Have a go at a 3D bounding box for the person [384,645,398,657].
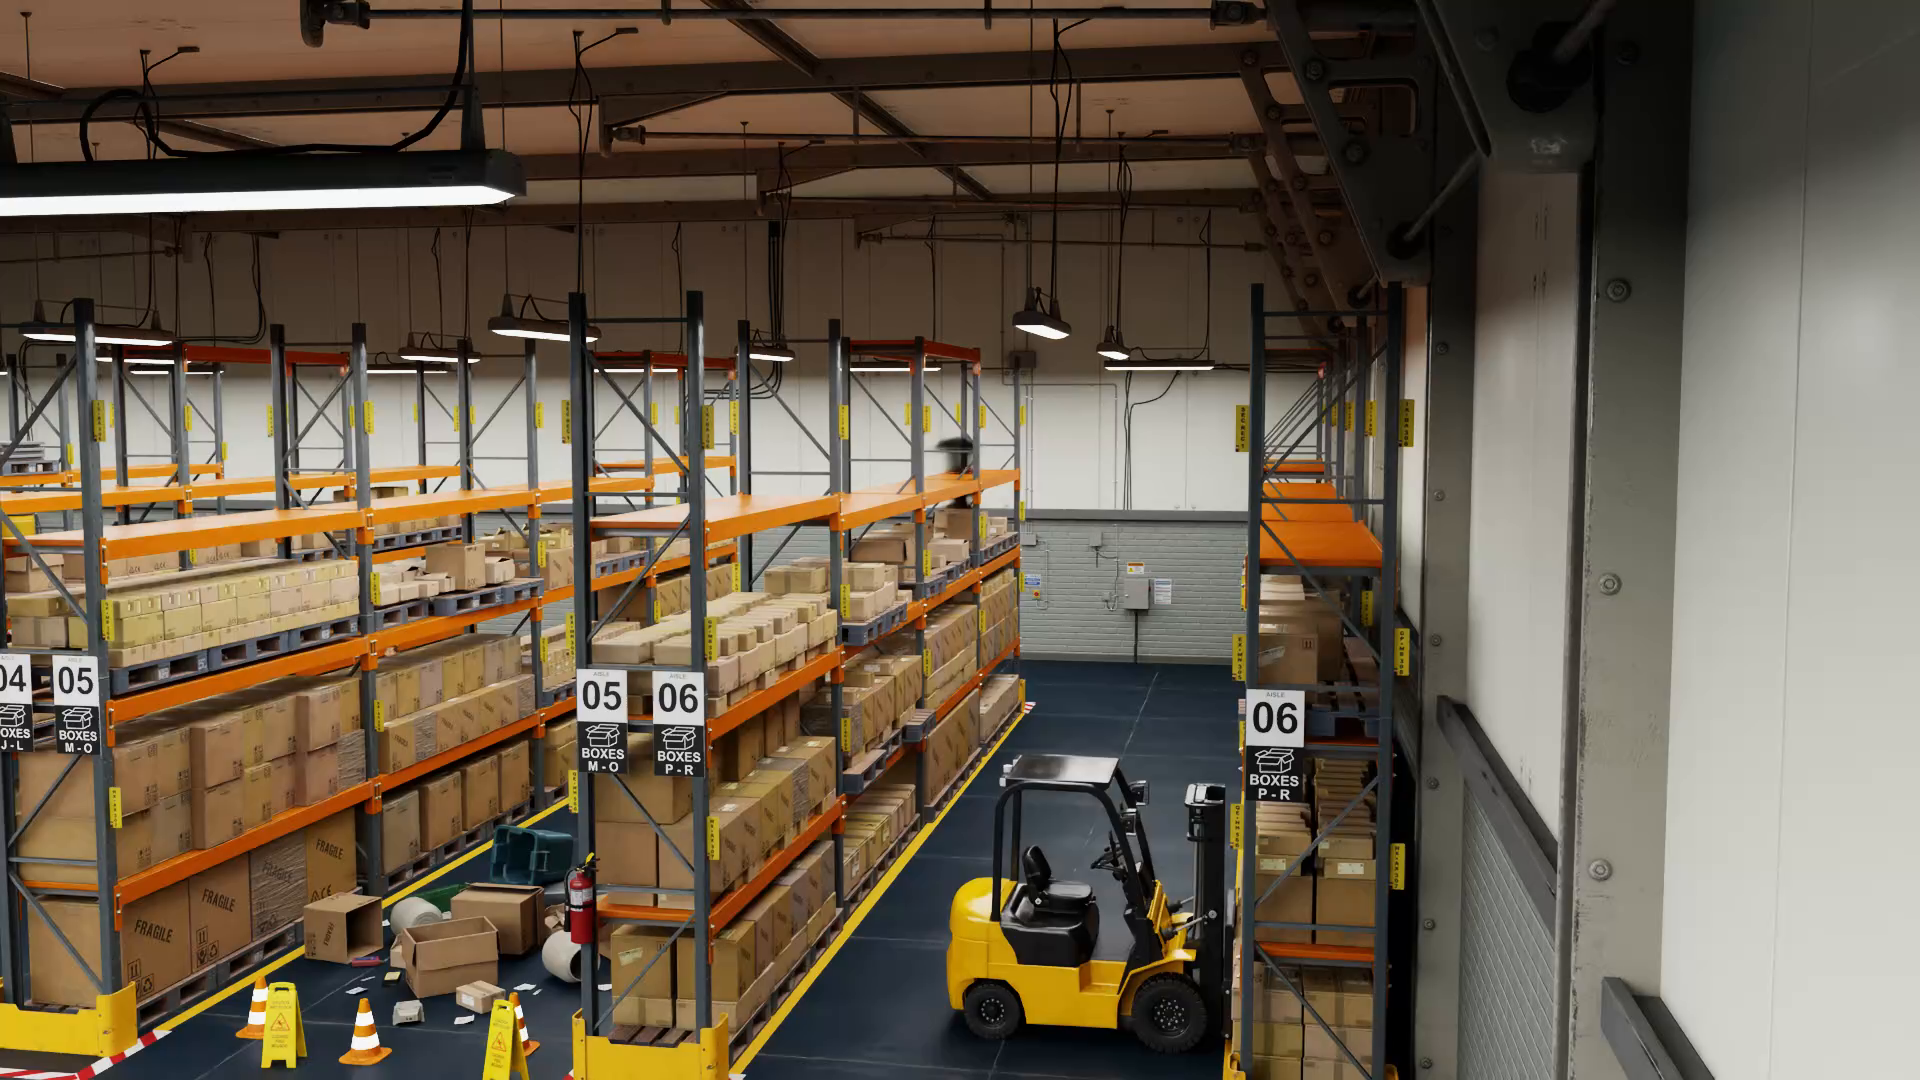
[{"bbox_3d":[-8.357,2.379,24.560,0.662,1.697,0.713,0,5,3],"label":"person"}]
